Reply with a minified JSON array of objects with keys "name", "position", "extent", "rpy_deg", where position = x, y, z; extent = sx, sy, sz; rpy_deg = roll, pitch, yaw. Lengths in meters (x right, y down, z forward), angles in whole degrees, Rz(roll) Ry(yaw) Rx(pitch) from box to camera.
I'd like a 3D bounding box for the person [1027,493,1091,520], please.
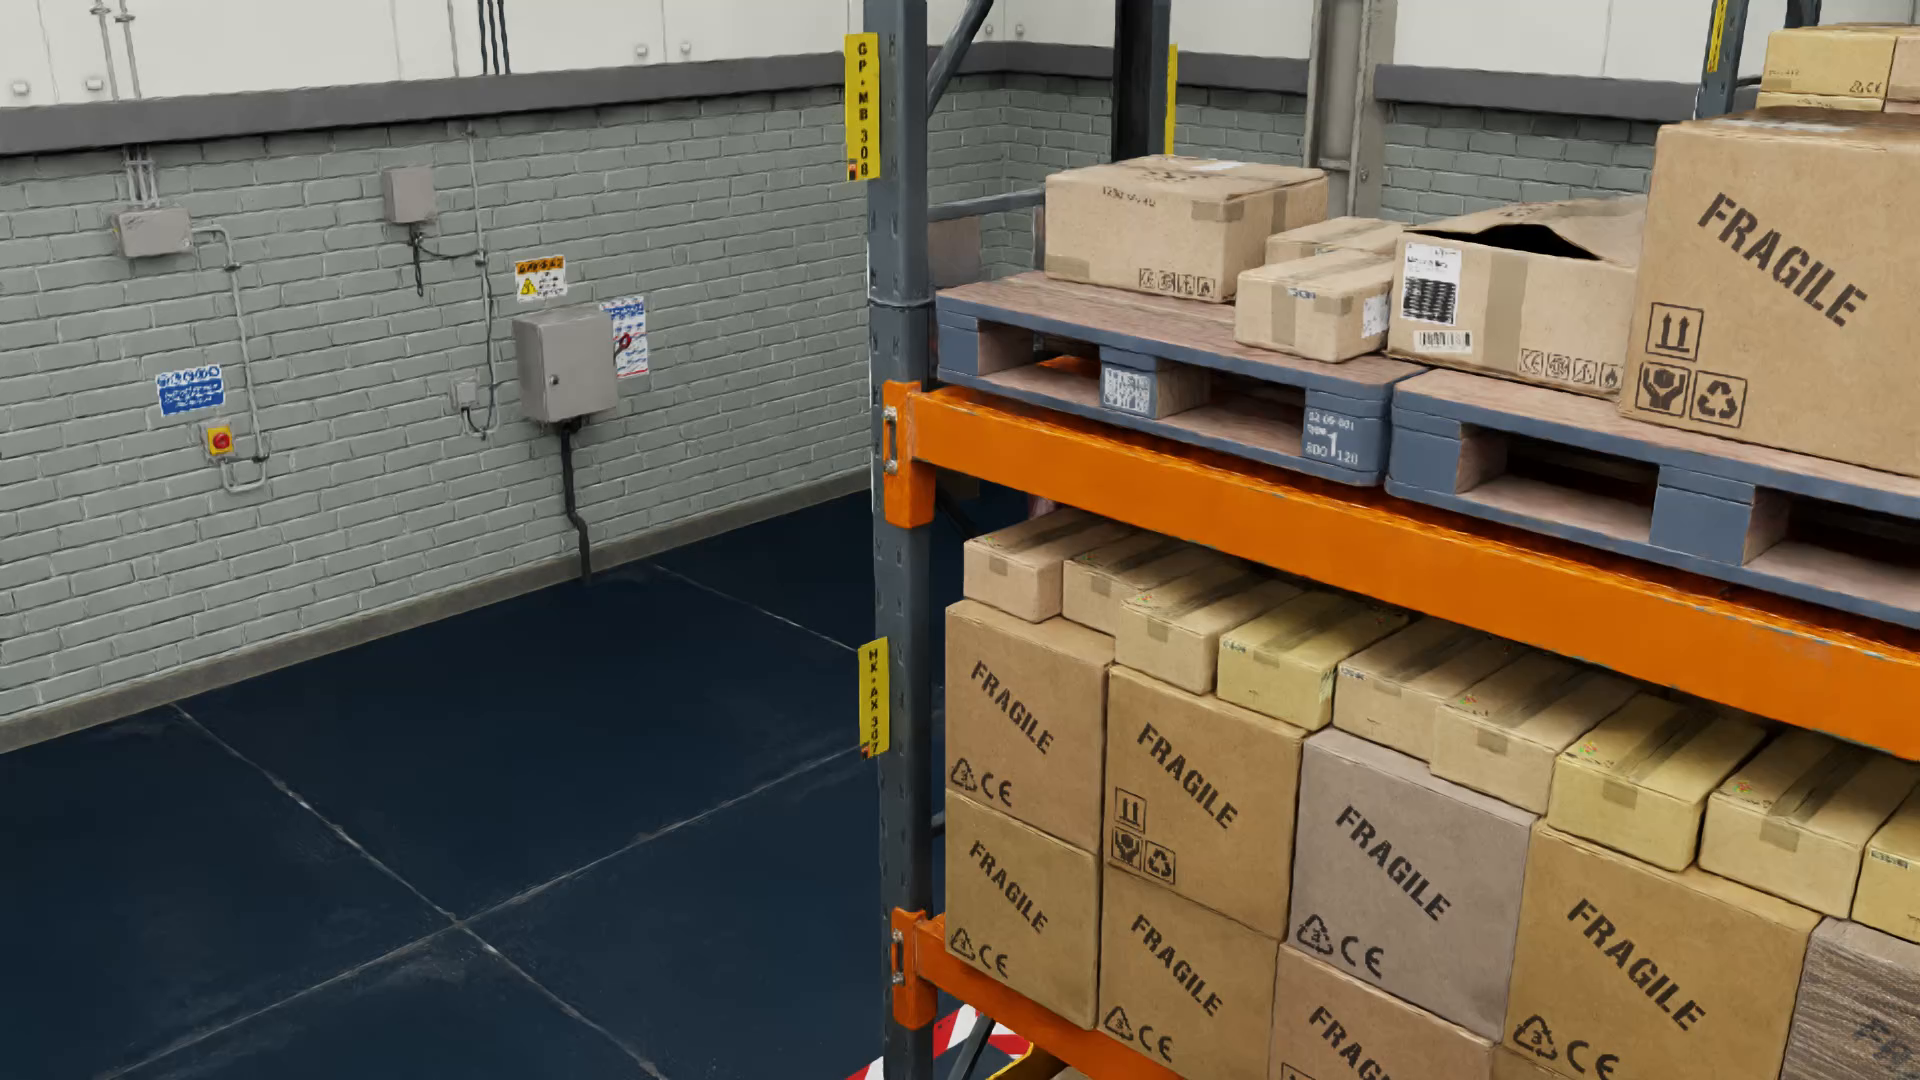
[{"name":"person","position":[0.537,0.110,8.494],"extent":[0.494,1.693,0.965],"rpy_deg":[7,21,19]}]
